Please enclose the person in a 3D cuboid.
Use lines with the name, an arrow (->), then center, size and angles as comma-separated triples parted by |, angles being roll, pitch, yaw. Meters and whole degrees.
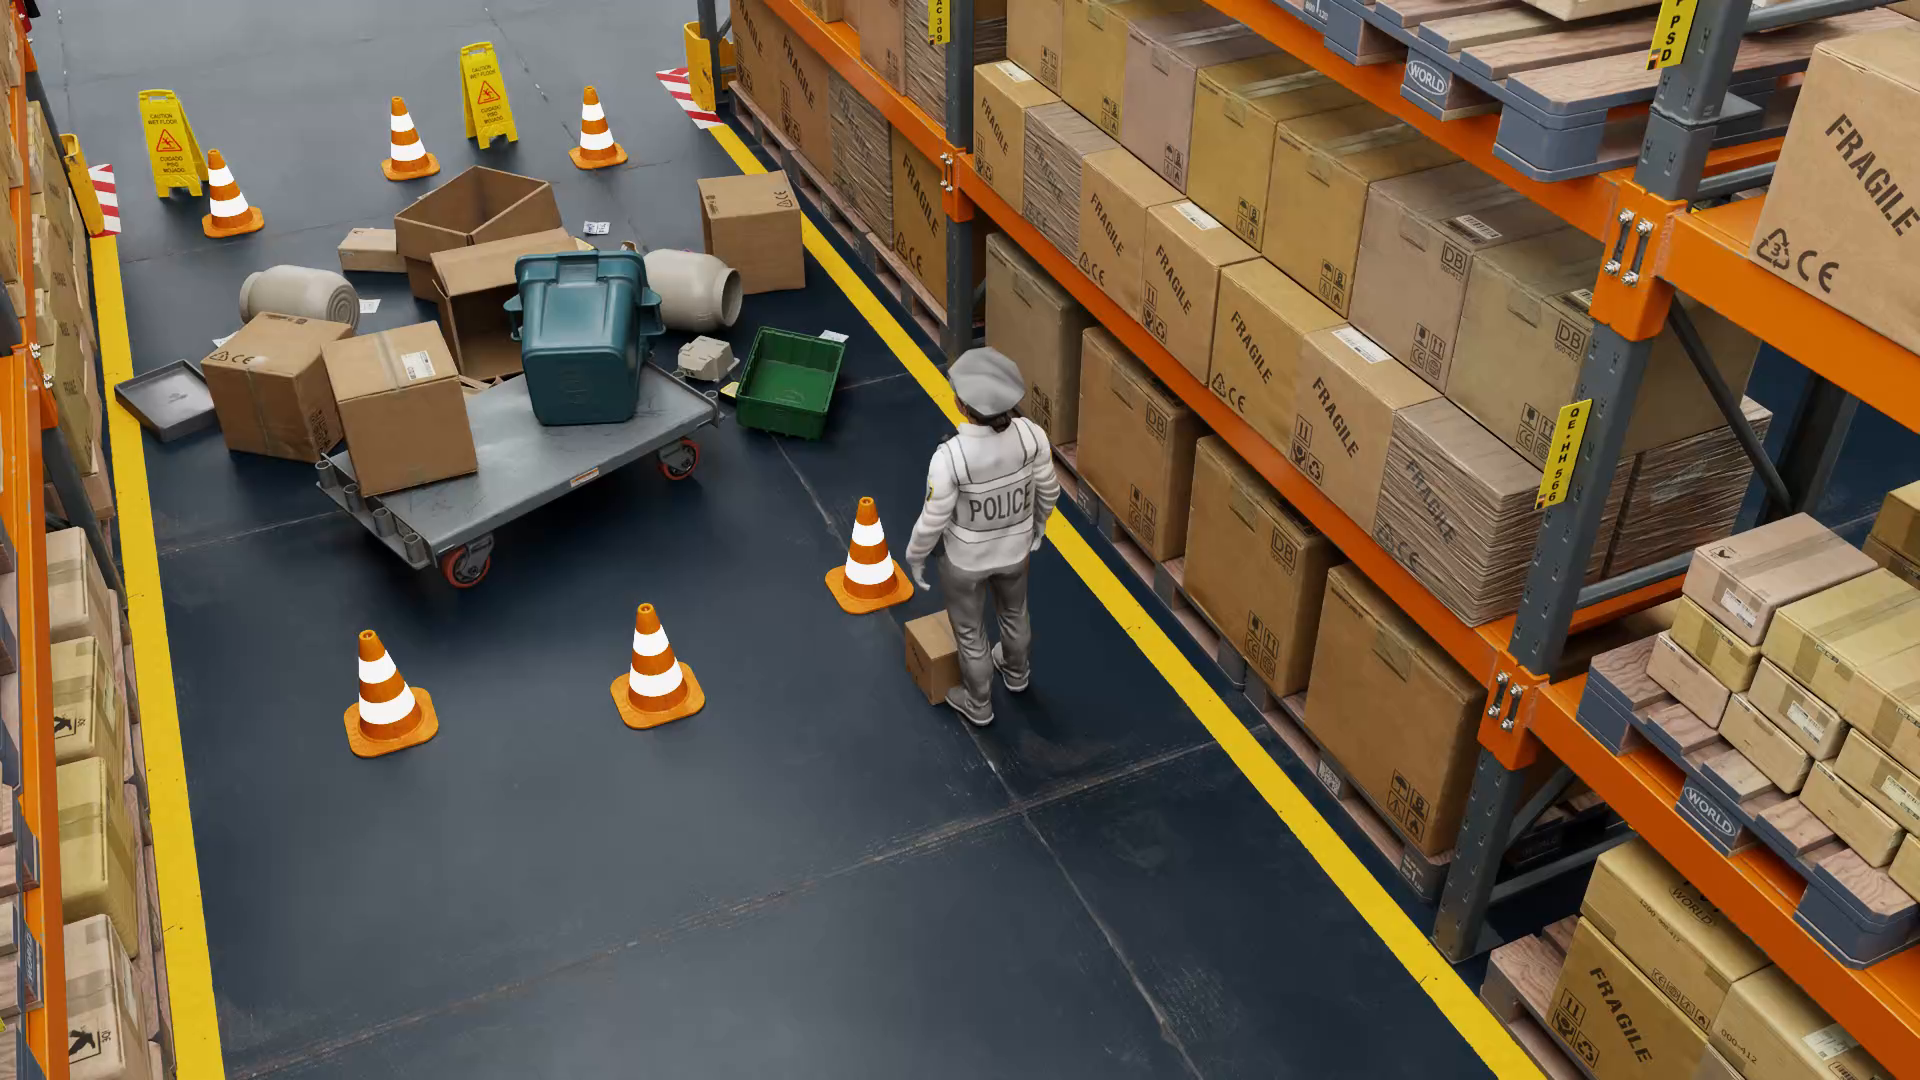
person -> 0.059, -0.009, 6.120 | 0.587, 1.696, 0.533 | -16, 40, -20
